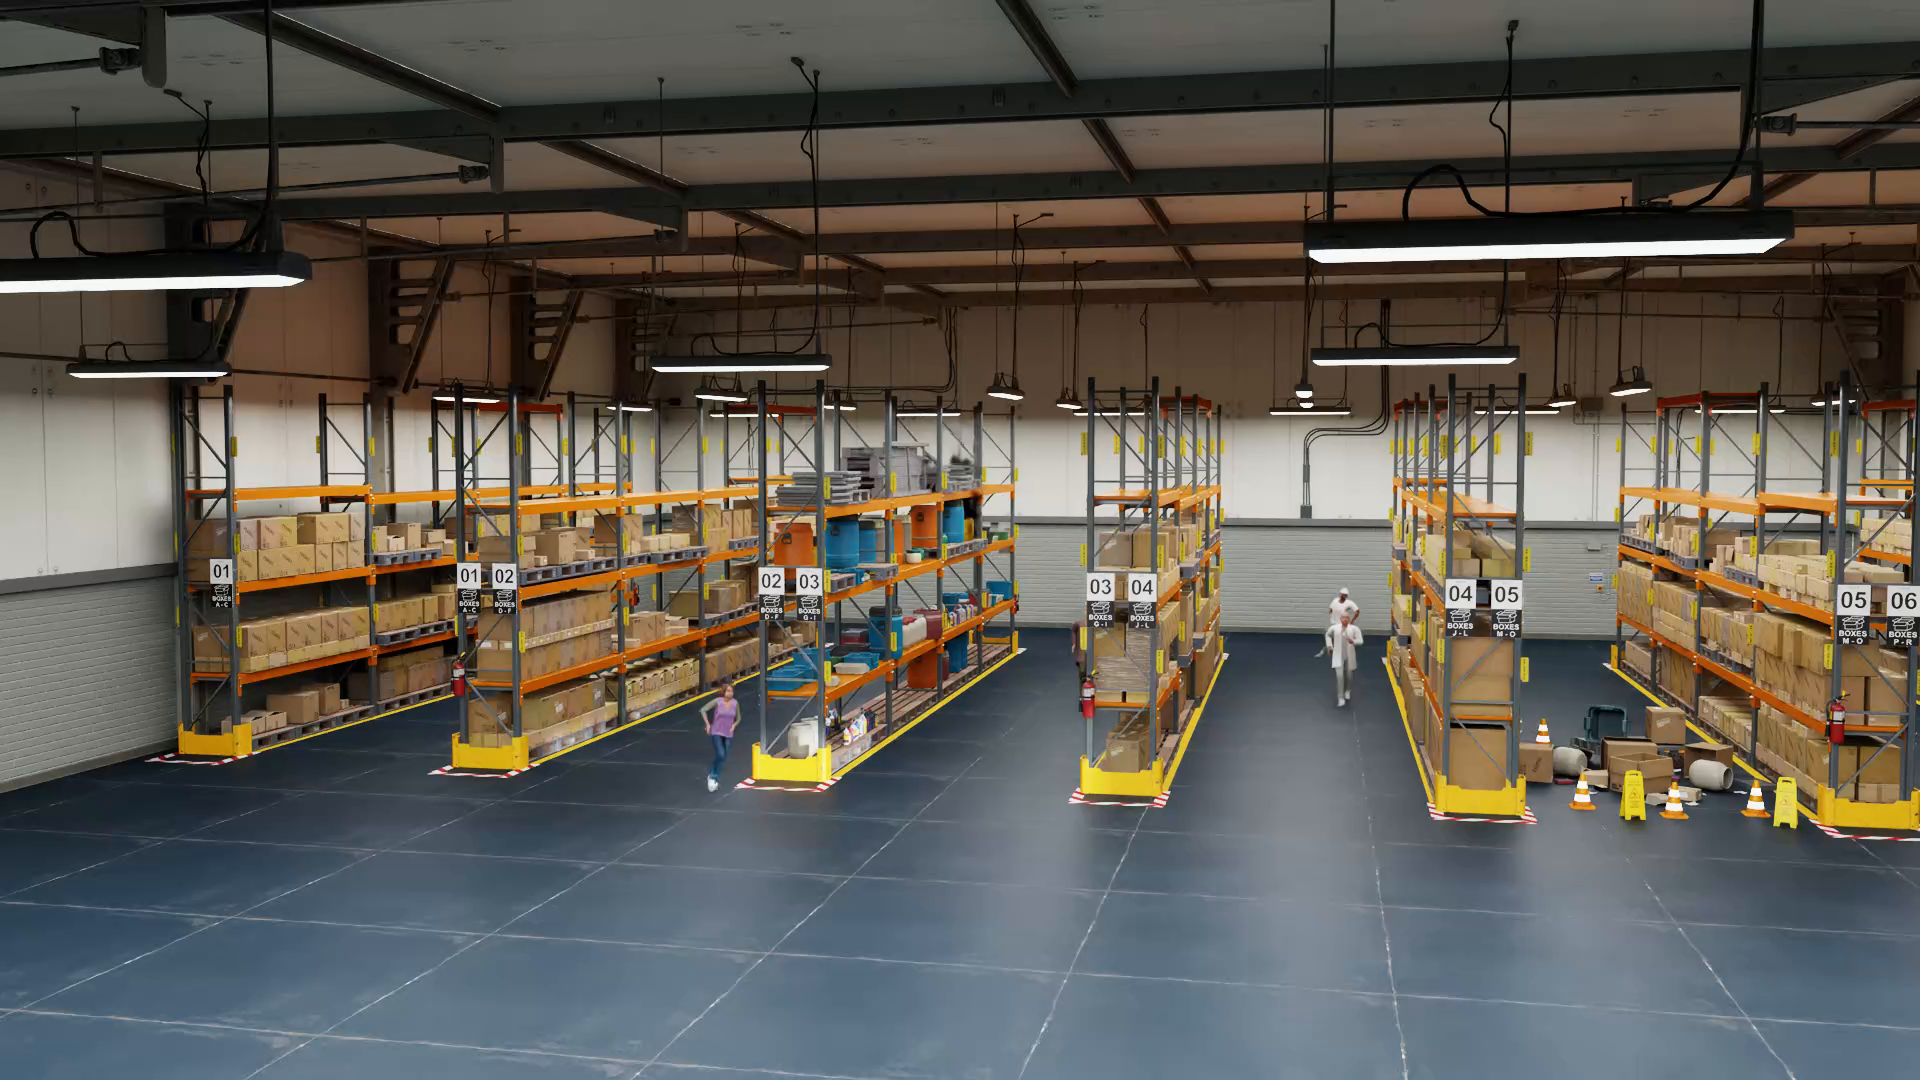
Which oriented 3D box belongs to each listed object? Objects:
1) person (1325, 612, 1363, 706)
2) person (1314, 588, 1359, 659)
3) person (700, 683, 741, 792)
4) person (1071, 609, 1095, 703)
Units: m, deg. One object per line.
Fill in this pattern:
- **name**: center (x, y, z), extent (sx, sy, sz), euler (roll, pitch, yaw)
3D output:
- **person**: center (7.467, 2.276, 32.312), extent (0.702, 1.763, 1.064), euler (1, 3, 9)
- **person**: center (8.896, 1.967, 39.237), extent (0.818, 1.693, 0.738), euler (-2, 4, -26)
- **person**: center (-3.467, 2.862, 24.254), extent (0.545, 1.567, 0.623), euler (-2, 4, -31)
- **person**: center (2.447, 2.203, 31.669), extent (0.666, 1.845, 0.932), euler (0, 3, 5)
